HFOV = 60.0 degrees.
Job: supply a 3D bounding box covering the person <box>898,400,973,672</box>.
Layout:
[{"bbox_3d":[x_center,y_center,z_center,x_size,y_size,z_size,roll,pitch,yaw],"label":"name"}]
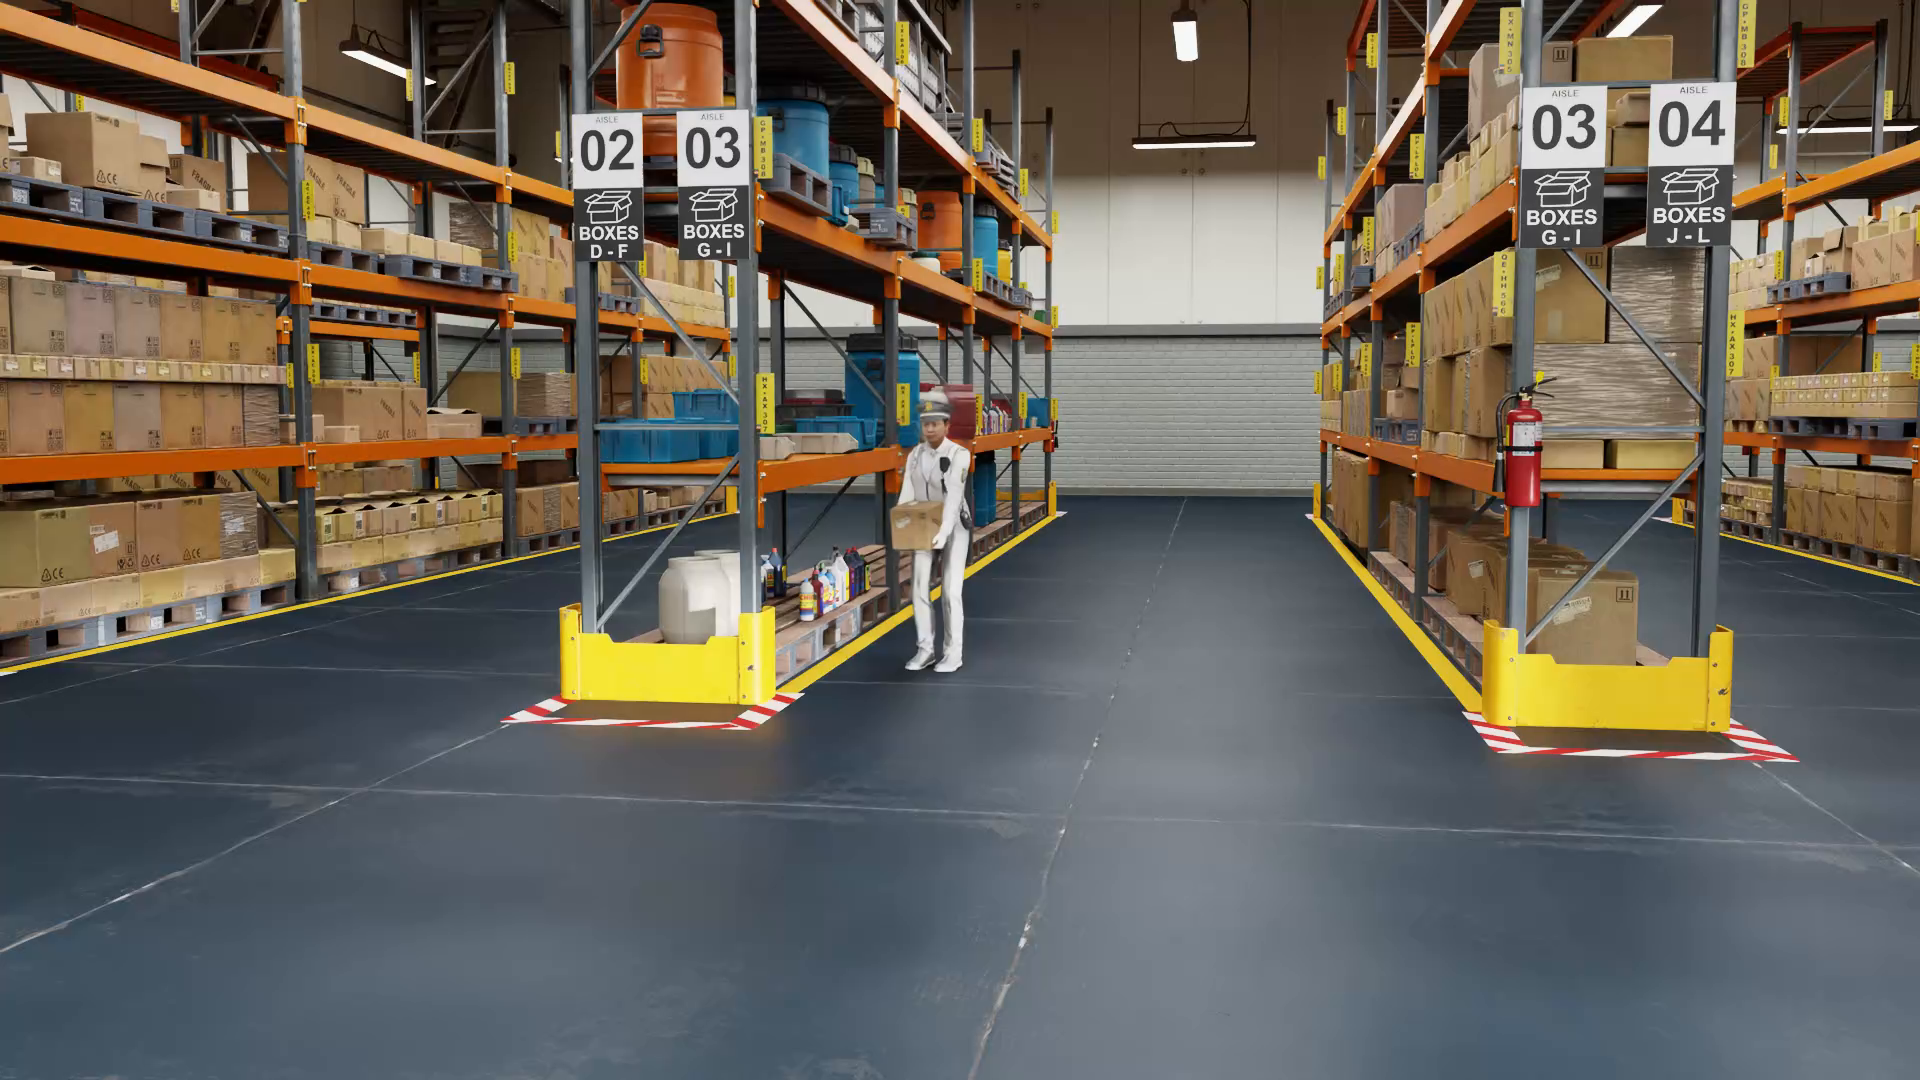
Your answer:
[{"bbox_3d":[-0.156,-0.025,10.250,0.414,1.667,0.542,2,5,26],"label":"person"}]
